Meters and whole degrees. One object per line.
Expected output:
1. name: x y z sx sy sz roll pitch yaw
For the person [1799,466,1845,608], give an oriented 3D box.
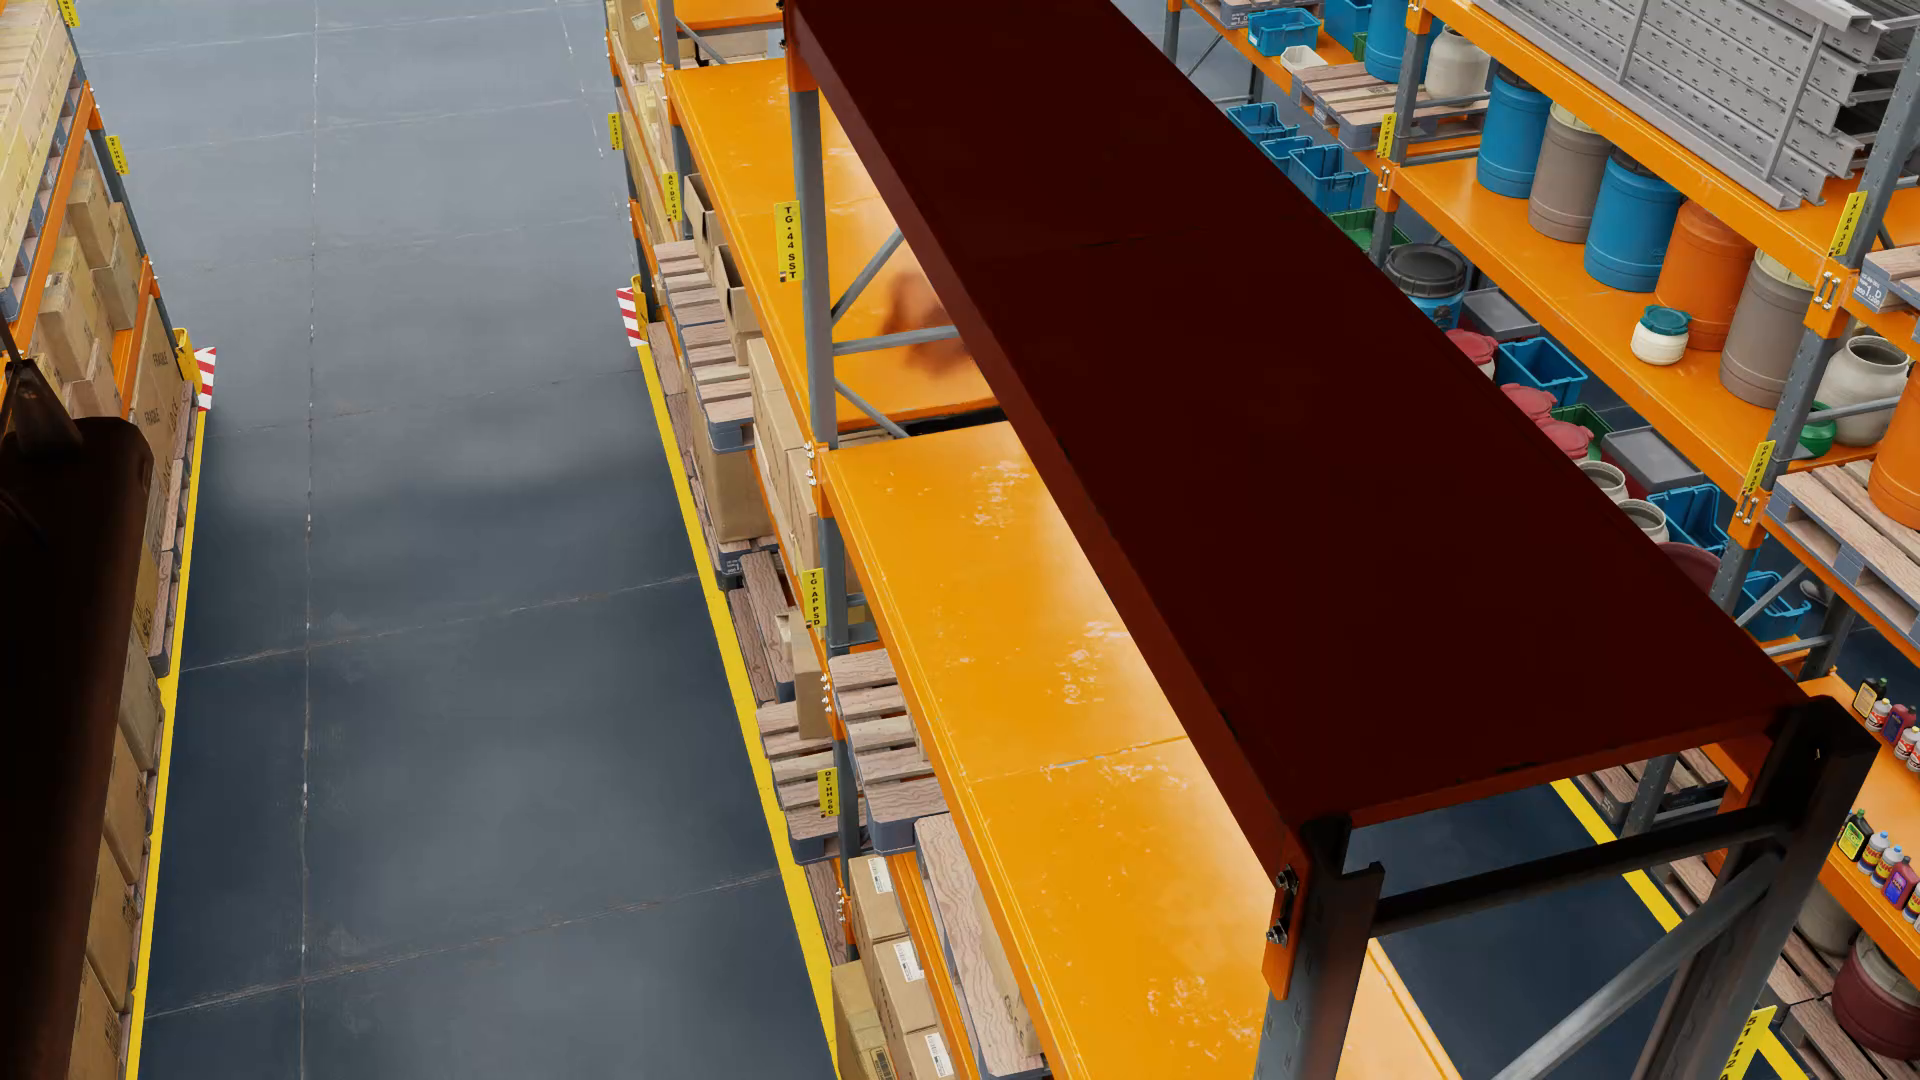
1. person: 6.294 -0.297 11.862 0.574 1.652 0.556 -17 41 -20
